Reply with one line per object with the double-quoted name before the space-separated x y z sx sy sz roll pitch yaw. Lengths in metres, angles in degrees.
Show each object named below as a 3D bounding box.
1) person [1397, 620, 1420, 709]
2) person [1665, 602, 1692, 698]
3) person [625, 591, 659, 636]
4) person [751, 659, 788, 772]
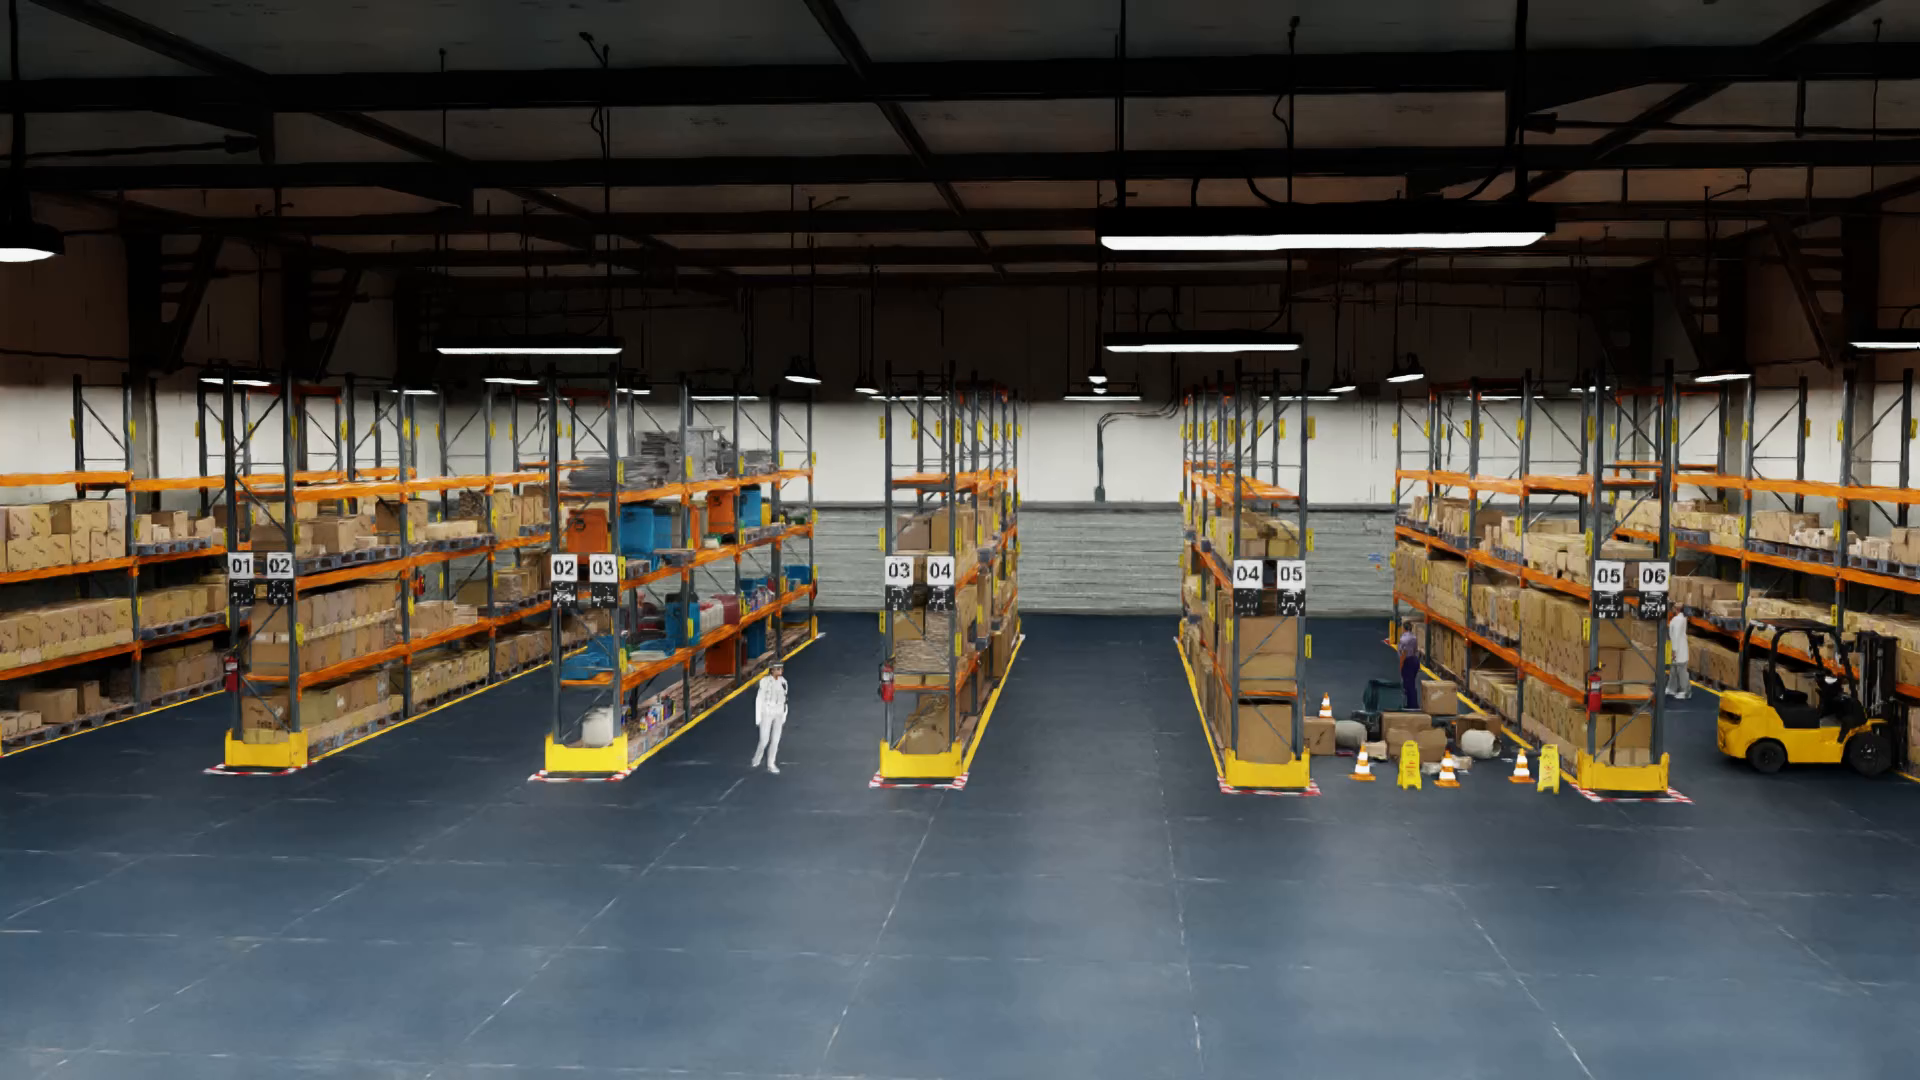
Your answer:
"person" 7.907 2.241 29.468 0.549 1.625 0.598 2 4 32
"person" 13.426 2.044 31.203 0.647 1.773 0.691 2 4 27
"person" -6.547 1.890 34.239 0.729 1.733 0.546 0 4 4
"person" -2.793 2.564 24.457 0.533 1.671 0.513 -2 4 -32
